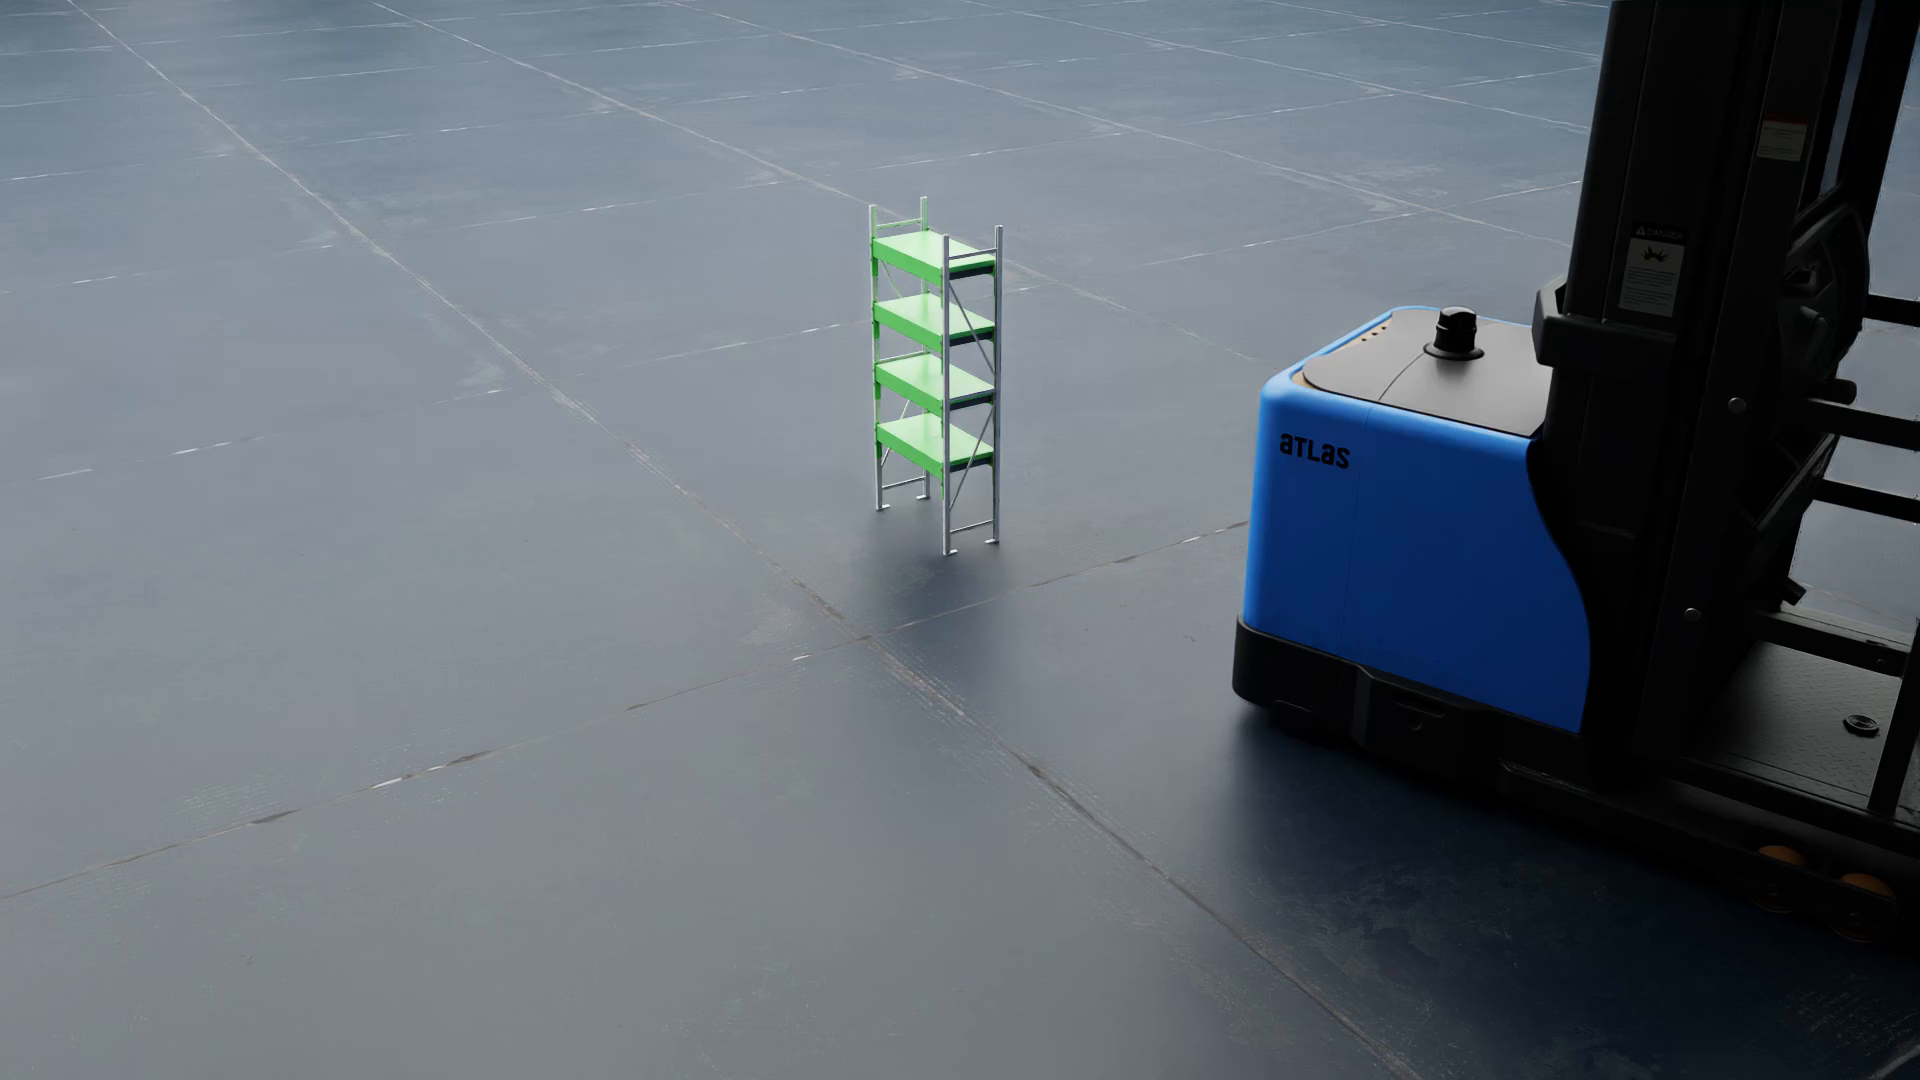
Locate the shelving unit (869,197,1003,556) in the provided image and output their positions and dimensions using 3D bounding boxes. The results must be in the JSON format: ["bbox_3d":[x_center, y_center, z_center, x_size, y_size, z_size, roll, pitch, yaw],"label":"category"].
[{"bbox_3d":[-0.090,-0.602,6.119,0.258,1.200,0.503,-16,29,-30],"label":"shelving unit"}]

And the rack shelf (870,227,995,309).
[{"bbox_3d":[-0.090,-0.978,5.942,0.258,0.148,0.480,-16,29,-30],"label":"rack shelf"}]

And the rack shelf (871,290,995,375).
[{"bbox_3d":[-0.090,-0.761,6.044,0.258,0.148,0.480,-16,29,-30],"label":"rack shelf"}]

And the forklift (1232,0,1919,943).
[{"bbox_3d":[2.317,-0.583,4.052,3.031,2.935,1.130,18,31,33],"label":"forklift"}]

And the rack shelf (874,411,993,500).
[{"bbox_3d":[-0.090,-0.327,6.249,0.258,0.148,0.480,-16,29,-30],"label":"rack shelf"}]

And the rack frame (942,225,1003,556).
[{"bbox_3d":[0.043,-0.515,5.934,0.240,1.200,0.015,-16,29,-30],"label":"rack frame"}]

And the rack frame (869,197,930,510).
[{"bbox_3d":[-0.224,-0.689,6.304,0.240,1.200,0.015,-16,29,-30],"label":"rack frame"}]

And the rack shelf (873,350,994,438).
[{"bbox_3d":[-0.090,-0.544,6.147,0.258,0.148,0.480,-16,29,-30],"label":"rack shelf"}]
